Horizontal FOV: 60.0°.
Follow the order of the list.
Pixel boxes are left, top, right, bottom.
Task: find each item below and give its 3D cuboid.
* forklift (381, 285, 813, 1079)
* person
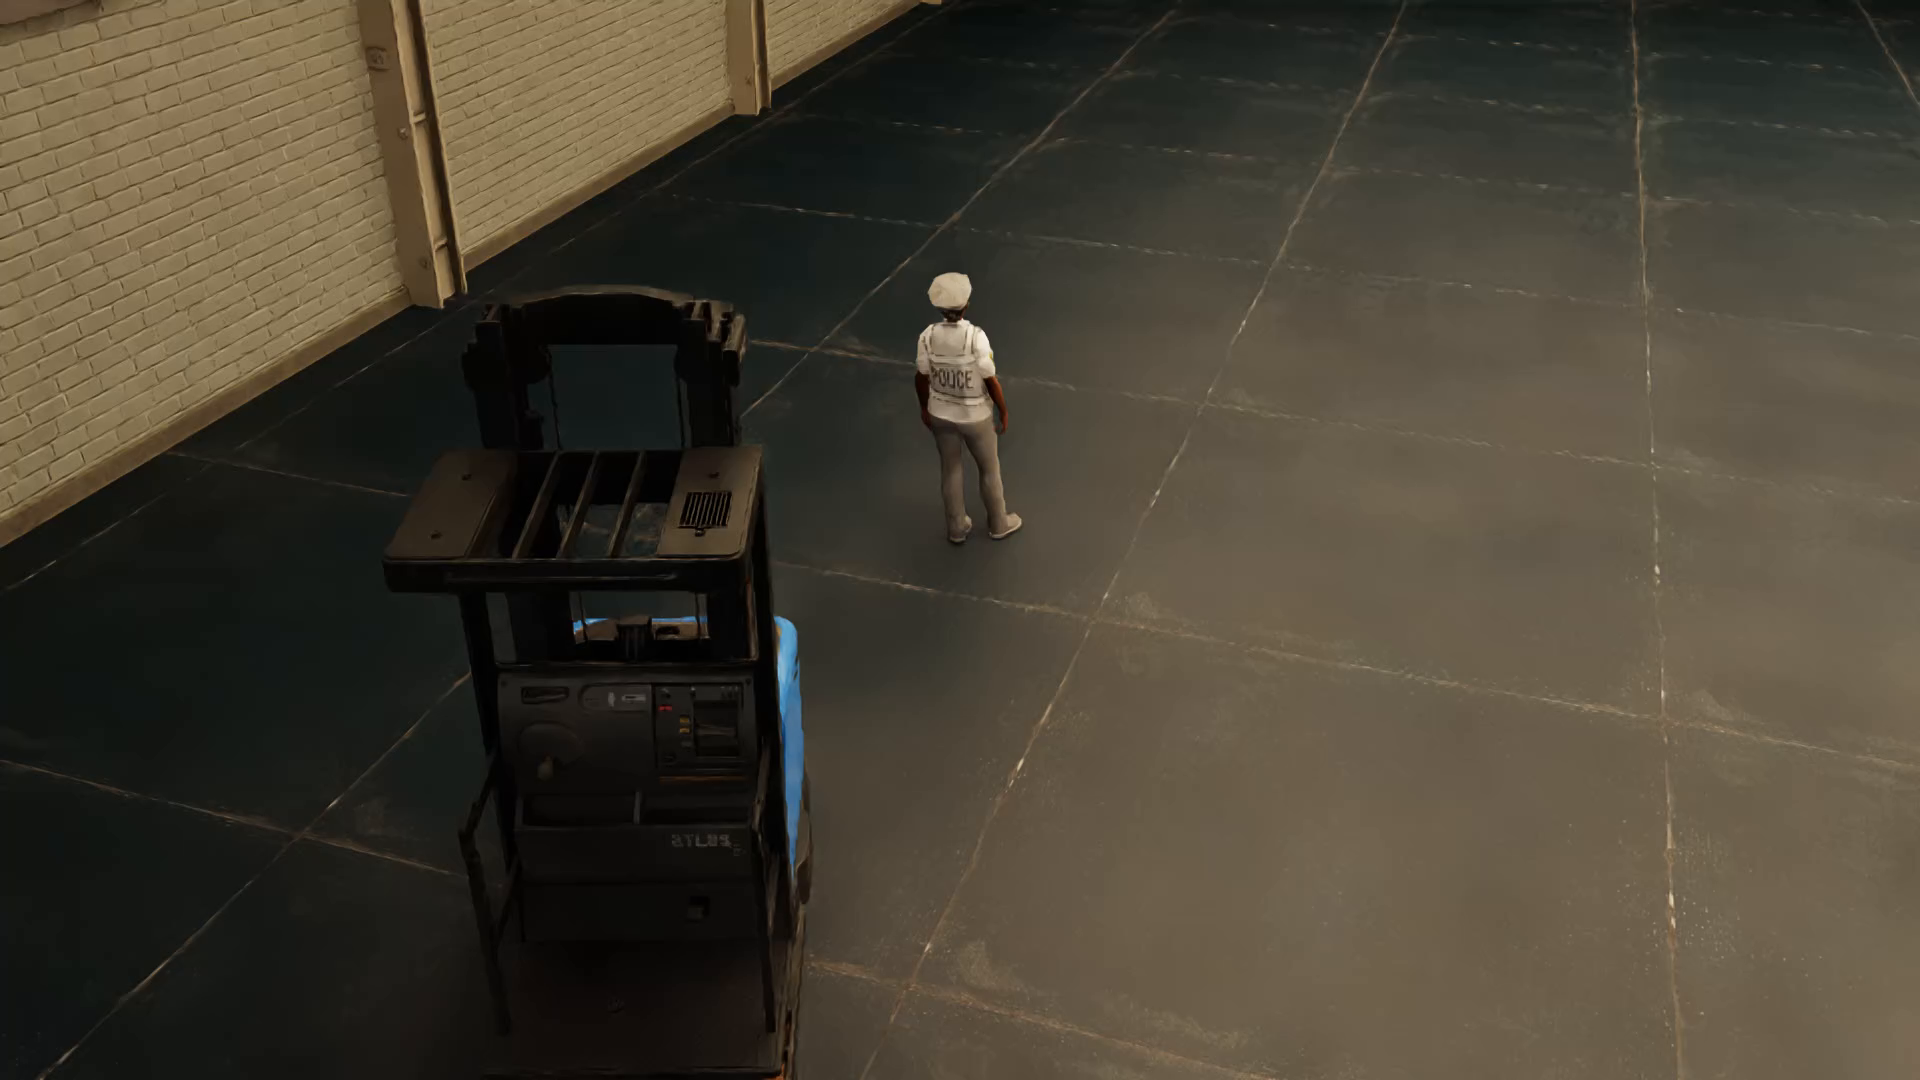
[{"bbox_3d":[-1.202,0.724,5.866,1.130,2.935,3.031,-1,30,-1],"label":"forklift"},{"bbox_3d":[0.043,-0.775,9.729,0.570,1.695,0.529,10,31,16],"label":"person"}]
